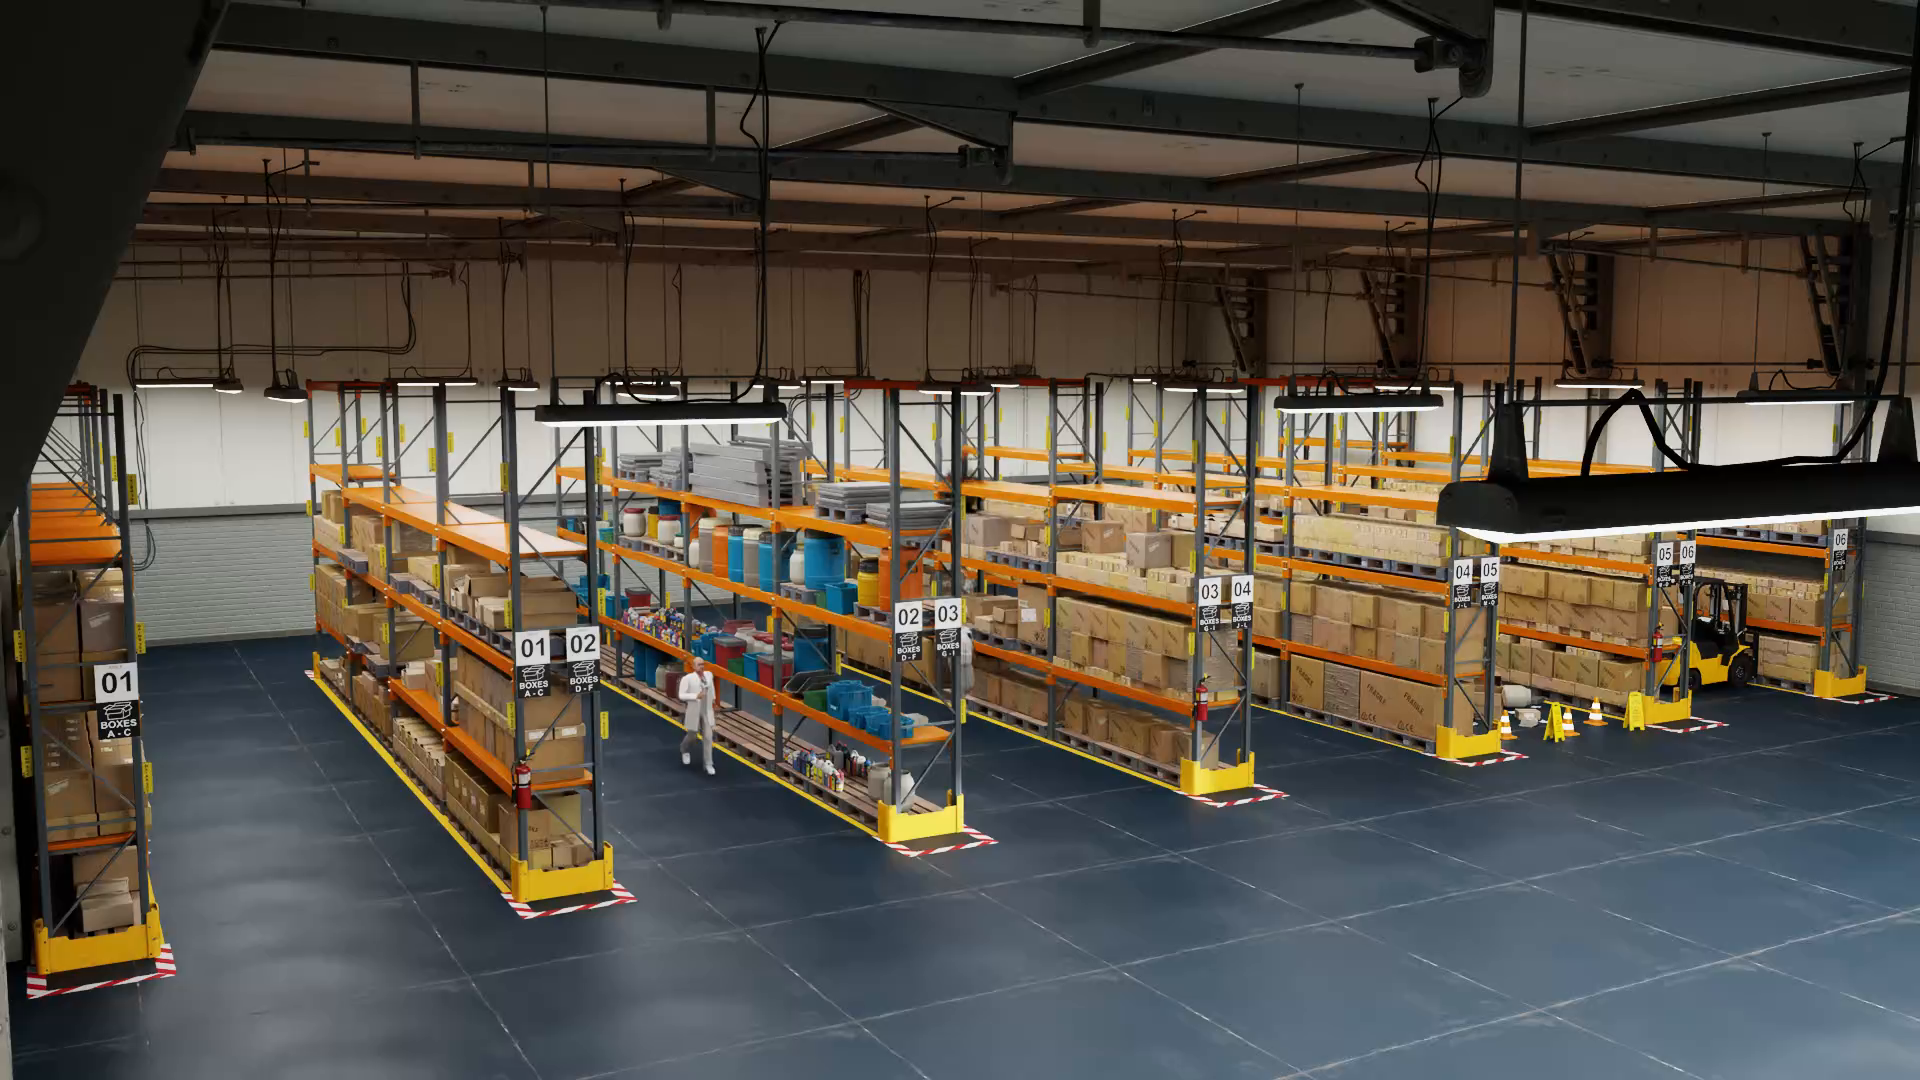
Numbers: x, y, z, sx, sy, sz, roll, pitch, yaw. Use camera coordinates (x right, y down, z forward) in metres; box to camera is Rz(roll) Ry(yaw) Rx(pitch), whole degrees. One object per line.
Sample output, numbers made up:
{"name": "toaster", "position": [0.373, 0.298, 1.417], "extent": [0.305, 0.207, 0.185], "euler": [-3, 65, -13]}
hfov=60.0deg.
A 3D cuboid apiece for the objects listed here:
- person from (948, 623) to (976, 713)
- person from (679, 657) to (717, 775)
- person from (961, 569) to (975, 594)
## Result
{"name": "person", "position": [-0.007, 2.117, 28.857], "extent": [0.664, 1.771, 0.590], "euler": [-4, 7, -32]}
{"name": "person", "position": [-4.056, 2.678, 25.749], "extent": [0.703, 1.764, 1.059], "euler": [-4, 7, -32]}
{"name": "person", "position": [0.067, 1.477, 38.141], "extent": [0.567, 1.646, 0.647], "euler": [-3, 7, -24]}
